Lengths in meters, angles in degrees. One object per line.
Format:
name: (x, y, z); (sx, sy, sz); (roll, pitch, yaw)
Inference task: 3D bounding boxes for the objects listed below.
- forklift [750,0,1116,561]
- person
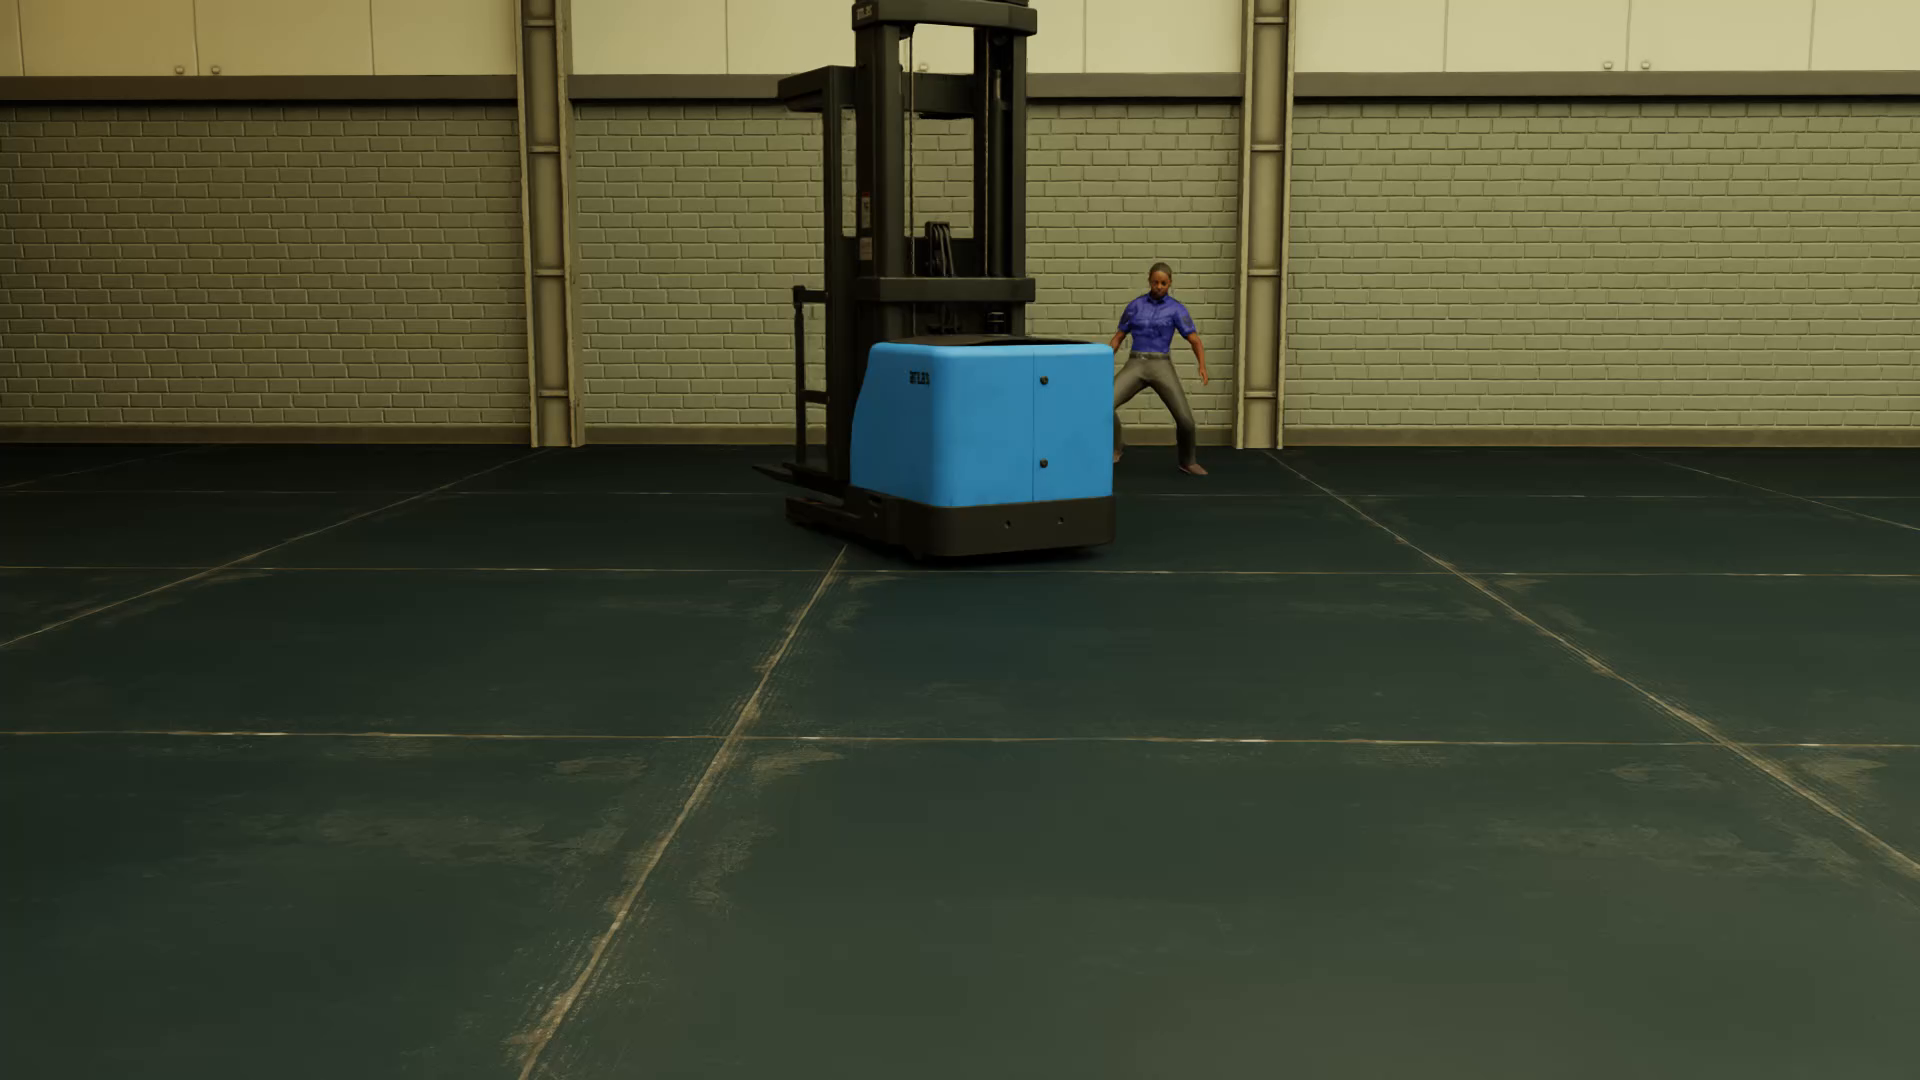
forklift: (-0.344, -1.530, 9.313); (1.130, 2.935, 3.031); (-5, 10, -28)
person: (1.403, -1.228, 12.047); (0.863, 1.549, 0.615); (3, 9, 21)
